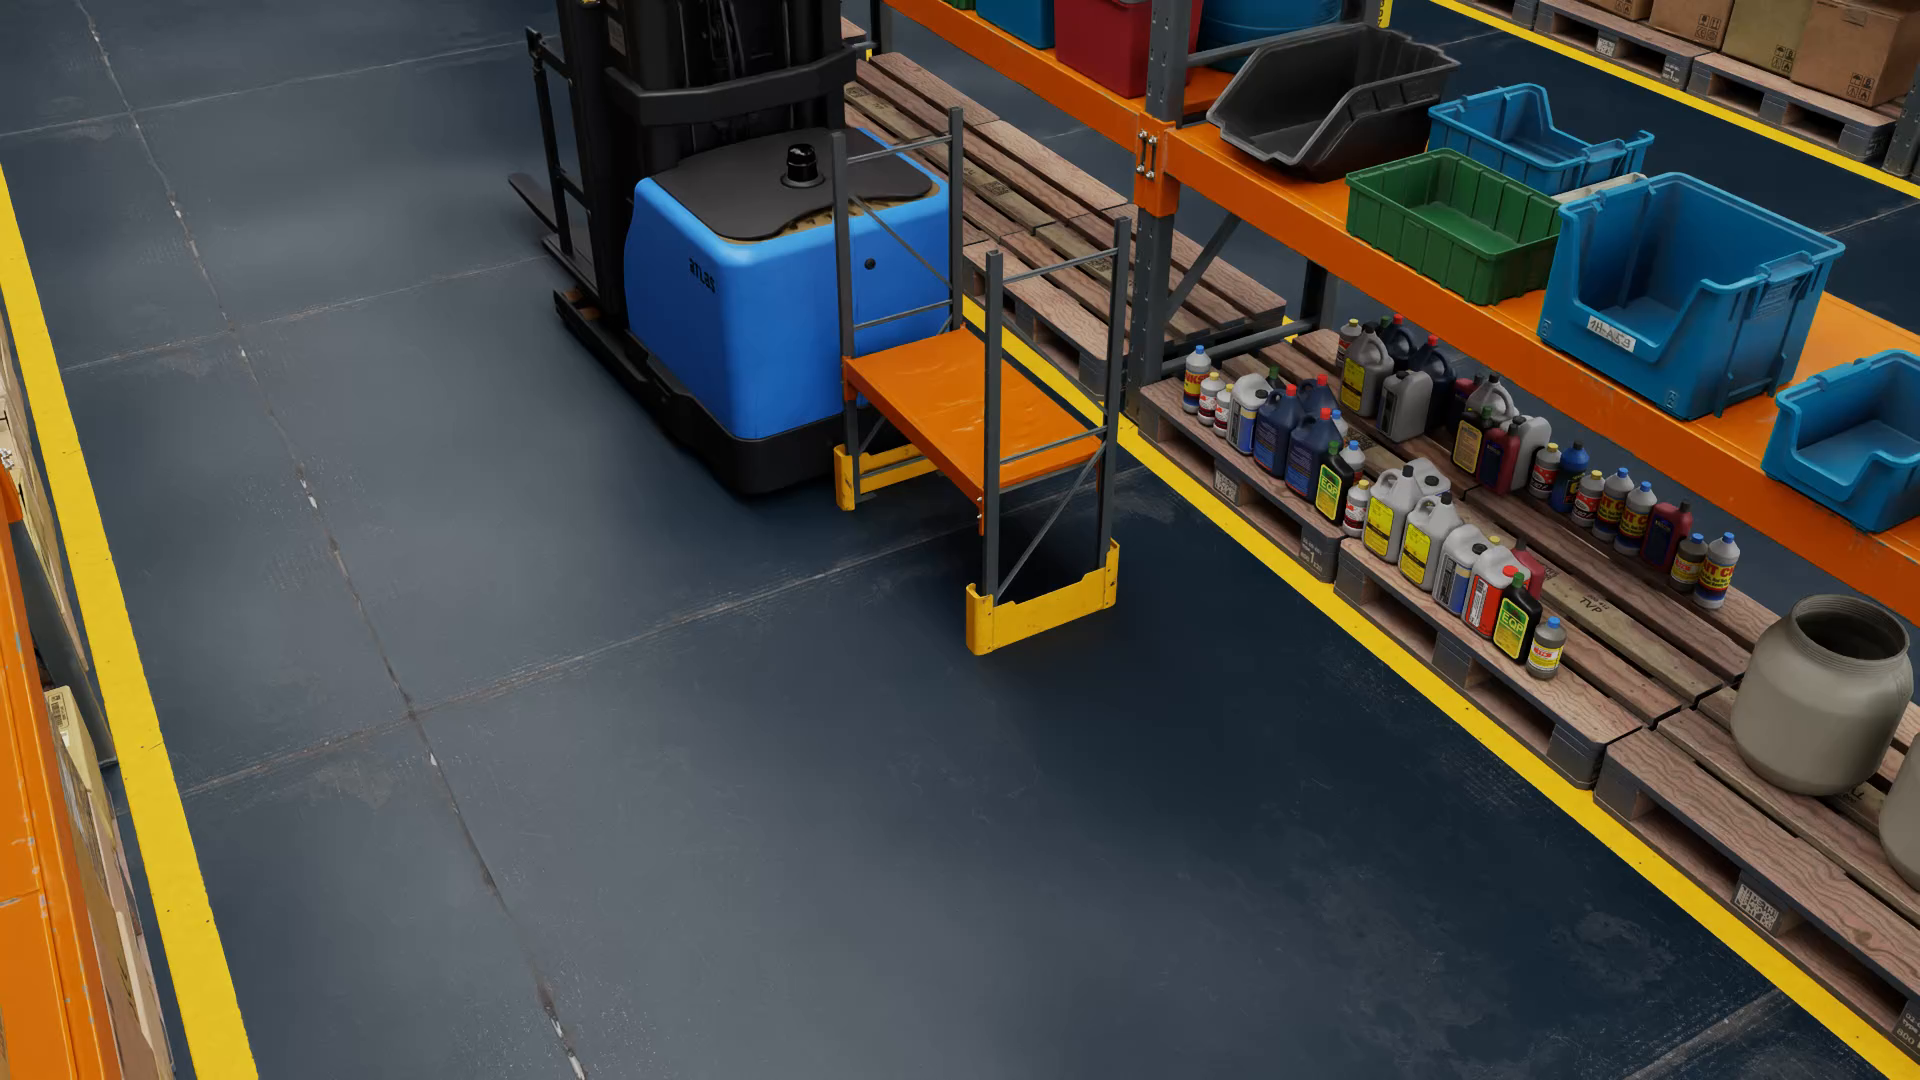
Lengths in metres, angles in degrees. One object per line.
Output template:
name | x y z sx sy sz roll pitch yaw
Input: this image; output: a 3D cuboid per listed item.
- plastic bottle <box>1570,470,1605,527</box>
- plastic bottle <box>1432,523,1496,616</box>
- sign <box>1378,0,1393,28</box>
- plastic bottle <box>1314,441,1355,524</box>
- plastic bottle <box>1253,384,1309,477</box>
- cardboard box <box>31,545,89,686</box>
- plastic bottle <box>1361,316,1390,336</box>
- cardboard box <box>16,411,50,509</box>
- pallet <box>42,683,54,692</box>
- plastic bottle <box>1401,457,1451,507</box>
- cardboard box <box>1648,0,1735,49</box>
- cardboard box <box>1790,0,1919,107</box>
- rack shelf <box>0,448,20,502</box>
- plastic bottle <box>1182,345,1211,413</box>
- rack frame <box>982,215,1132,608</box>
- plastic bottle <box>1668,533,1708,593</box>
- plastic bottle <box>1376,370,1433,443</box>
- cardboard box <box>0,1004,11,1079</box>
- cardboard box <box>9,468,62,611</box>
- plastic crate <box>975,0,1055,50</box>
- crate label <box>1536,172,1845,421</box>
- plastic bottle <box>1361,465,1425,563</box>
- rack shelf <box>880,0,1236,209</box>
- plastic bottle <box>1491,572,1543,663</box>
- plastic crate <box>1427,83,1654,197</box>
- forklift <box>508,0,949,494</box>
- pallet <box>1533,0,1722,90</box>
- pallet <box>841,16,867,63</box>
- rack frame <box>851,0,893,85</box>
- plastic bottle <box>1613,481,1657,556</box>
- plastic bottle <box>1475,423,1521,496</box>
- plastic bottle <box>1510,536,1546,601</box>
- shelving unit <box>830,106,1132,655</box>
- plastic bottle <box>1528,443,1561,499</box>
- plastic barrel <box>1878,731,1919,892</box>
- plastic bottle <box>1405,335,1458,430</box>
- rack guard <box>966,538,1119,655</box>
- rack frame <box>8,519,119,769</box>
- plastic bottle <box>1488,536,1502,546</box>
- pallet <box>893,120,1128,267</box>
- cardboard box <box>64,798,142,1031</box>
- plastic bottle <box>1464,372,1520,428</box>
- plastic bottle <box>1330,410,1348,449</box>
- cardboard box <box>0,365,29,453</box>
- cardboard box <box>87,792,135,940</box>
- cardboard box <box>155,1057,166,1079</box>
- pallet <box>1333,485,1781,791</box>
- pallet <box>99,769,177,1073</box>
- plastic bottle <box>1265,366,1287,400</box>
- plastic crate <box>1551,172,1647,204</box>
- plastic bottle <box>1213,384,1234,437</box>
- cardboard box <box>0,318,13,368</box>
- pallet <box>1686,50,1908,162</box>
plastic bottle | 2.244 -0.155 5.919 0.097 0.201 0.097 0 36 0
plastic bottle | 1.683 0.094 5.514 0.152 0.276 0.135 -20 41 -25
sign | 1.629 -2.123 6.379 0.100 0.325 0.005 -19 40 -24
plastic bottle | 1.337 -0.207 5.921 0.061 0.283 0.133 -17 39 -22
plastic bottle | 1.195 -0.427 6.165 0.144 0.351 0.185 -18 40 -23
cardboard box | -3.125 0.274 5.307 0.500 0.250 0.500 -20 41 -25
plastic bottle | 1.675 -0.787 6.715 0.061 0.283 0.133 -17 39 -22
cardboard box | -3.643 -0.251 6.025 0.500 0.250 0.500 -20 41 -25
pallet | -3.540 0.374 5.559 1.003 0.211 1.213 -19 40 -24
plastic bottle | 1.619 -0.141 5.836 0.152 0.276 0.135 -19 40 -24
cardboard box | 4.636 -3.343 10.031 0.700 0.500 0.500 -23 42 -28
cardboard box | 5.141 -2.809 9.300 0.700 0.500 0.500 -22 42 -27
rack shelf | -4.141 -1.118 5.847 1.077 0.370 4.000 -19 40 -24
plastic bottle | 0.929 -0.637 6.520 0.097 0.271 0.097 0 36 0
rack frame | 0.298 -0.303 5.393 0.500 1.500 0.032 -19 40 -24
plastic bottle | 2.464 0.068 5.613 0.097 0.201 0.097 0 36 0
plastic bottle | 1.702 -0.534 6.374 0.152 0.276 0.135 -19 40 -24
cardboard box | -1.863 0.848 2.461 0.700 0.500 0.500 -19 40 -24
cardboard box | -3.129 0.042 5.150 0.500 0.311 0.500 -19 40 -24
plastic crate | 0.325 -2.318 6.894 0.392 0.384 0.575 -19 40 -24
crate label | 1.999 -0.687 4.617 0.502 0.435 0.616 -19 40 -24
plastic bottle | 1.503 -0.114 5.736 0.144 0.351 0.185 -19 40 -24
rack shelf | 0.143 -2.583 7.854 1.077 0.370 4.000 -19 40 -24
plastic bottle | 1.782 0.244 5.302 0.061 0.283 0.133 -18 40 -23
plastic crate | 1.939 -1.310 5.627 0.499 0.251 0.616 -19 40 -24
forklift | -1.186 -2.197 6.773 1.130 2.935 3.031 -21 41 -26
pallet | 4.421 -3.215 10.473 1.003 0.211 1.213 -19 40 -24
pallet | -1.294 -3.158 10.394 1.003 0.211 1.213 -19 40 -24
rack frame | -0.861 -3.894 9.038 1.000 3.000 0.127 -19 40 -24
plastic bottle | 2.344 -0.082 5.759 0.097 0.271 0.097 0 36 0
plastic bottle | 1.966 -0.313 6.066 0.061 0.283 0.133 -19 40 -24
plastic bottle | 1.845 0.130 5.459 0.061 0.283 0.133 -19 40 -24
shelving unit | 0.038 -0.567 5.754 0.587 1.500 1.083 -19 40 -24
plastic bottle | 2.141 -0.260 6.062 0.097 0.201 0.097 0 36 0
plastic barrel | 2.761 0.708 4.491 0.421 0.512 0.421 0 36 0
plastic bottle | 1.817 -0.621 6.430 0.144 0.351 0.185 -21 41 -26
rack guard | 0.289 0.192 5.775 0.587 0.250 0.087 -19 40 -24
rack frame | -3.136 -0.388 4.238 1.000 3.000 0.127 -19 40 -24
plastic bottle | 1.782 0.078 5.600 0.097 0.201 0.097 0 36 0
pallet | 0.103 -1.740 8.453 1.003 0.211 1.213 -19 40 -24
cardboard box | -2.219 0.934 3.768 0.500 0.500 0.500 -19 40 -24
plastic bottle | 1.980 -0.456 6.205 0.144 0.351 0.185 -19 40 -24
plastic bottle | 1.372 -0.357 6.136 0.097 0.271 0.097 0 36 0
cardboard box | -3.637 -0.479 5.862 0.500 0.311 0.500 -20 41 -25
cardboard box | -2.472 0.982 4.337 0.500 0.250 0.500 -19 40 -24
cardboard box | -1.956 1.488 3.645 0.500 0.250 0.500 -19 40 -24
pallet | 2.067 0.250 5.729 1.003 0.211 1.213 -19 40 -24
pallet | -2.773 1.156 4.488 1.003 0.211 1.213 -19 40 -24
plastic bottle | 1.207 -0.517 6.345 0.061 0.283 0.133 -19 40 -24
plastic crate | 2.183 -0.995 5.292 0.530 0.136 0.437 -19 40 -24
plastic bottle | 1.031 -0.506 6.398 0.097 0.201 0.097 0 36 0
cardboard box | -4.159 -0.772 6.739 0.500 0.250 0.500 -18 40 -23
pallet | 5.038 -2.592 9.620 1.003 0.211 1.213 -19 40 -24
